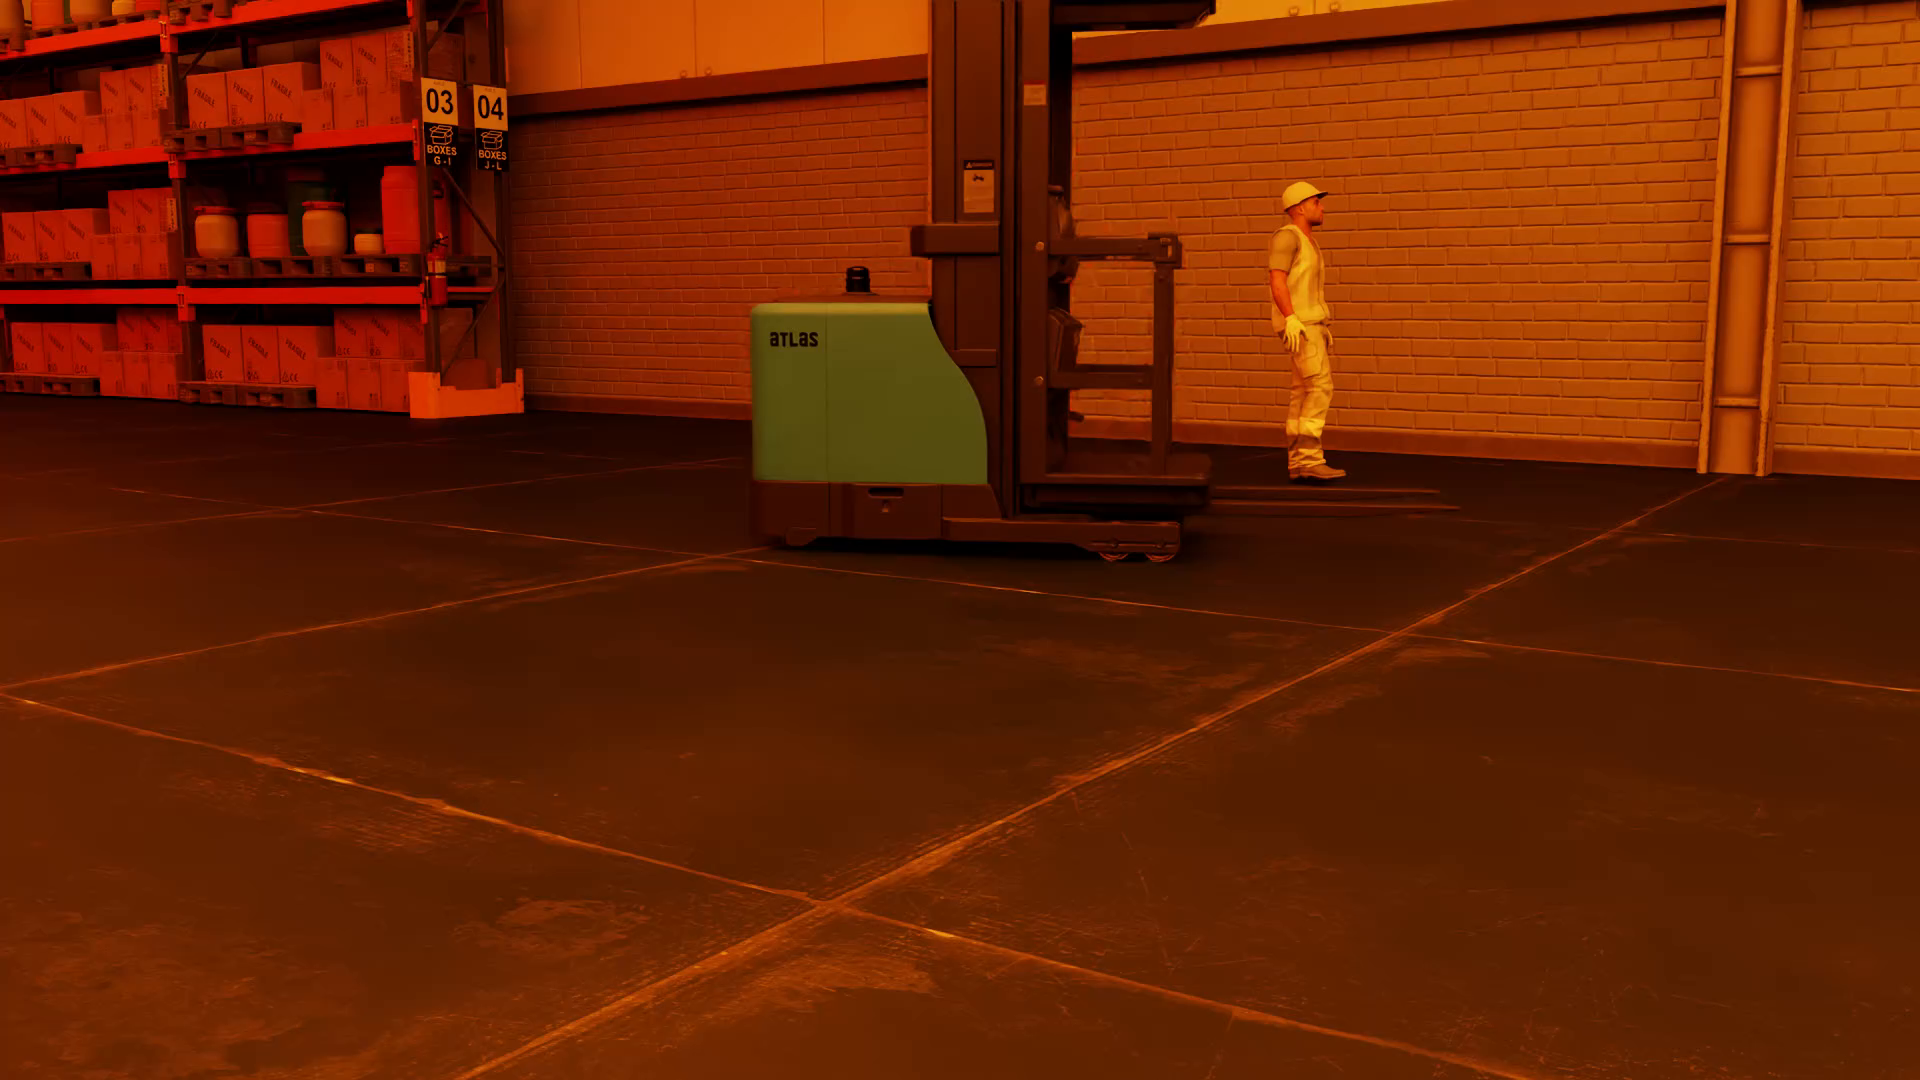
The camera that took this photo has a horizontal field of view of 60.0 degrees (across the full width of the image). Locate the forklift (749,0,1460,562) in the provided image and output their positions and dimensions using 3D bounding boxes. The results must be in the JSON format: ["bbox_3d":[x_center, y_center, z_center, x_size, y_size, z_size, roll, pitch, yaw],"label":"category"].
[{"bbox_3d":[0.640,-1.439,7.314,3.031,2.935,1.130,1,8,9],"label":"forklift"}]

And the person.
[{"bbox_3d":[2.143,-1.252,10.008,0.565,1.789,0.642,4,9,29],"label":"person"}]
